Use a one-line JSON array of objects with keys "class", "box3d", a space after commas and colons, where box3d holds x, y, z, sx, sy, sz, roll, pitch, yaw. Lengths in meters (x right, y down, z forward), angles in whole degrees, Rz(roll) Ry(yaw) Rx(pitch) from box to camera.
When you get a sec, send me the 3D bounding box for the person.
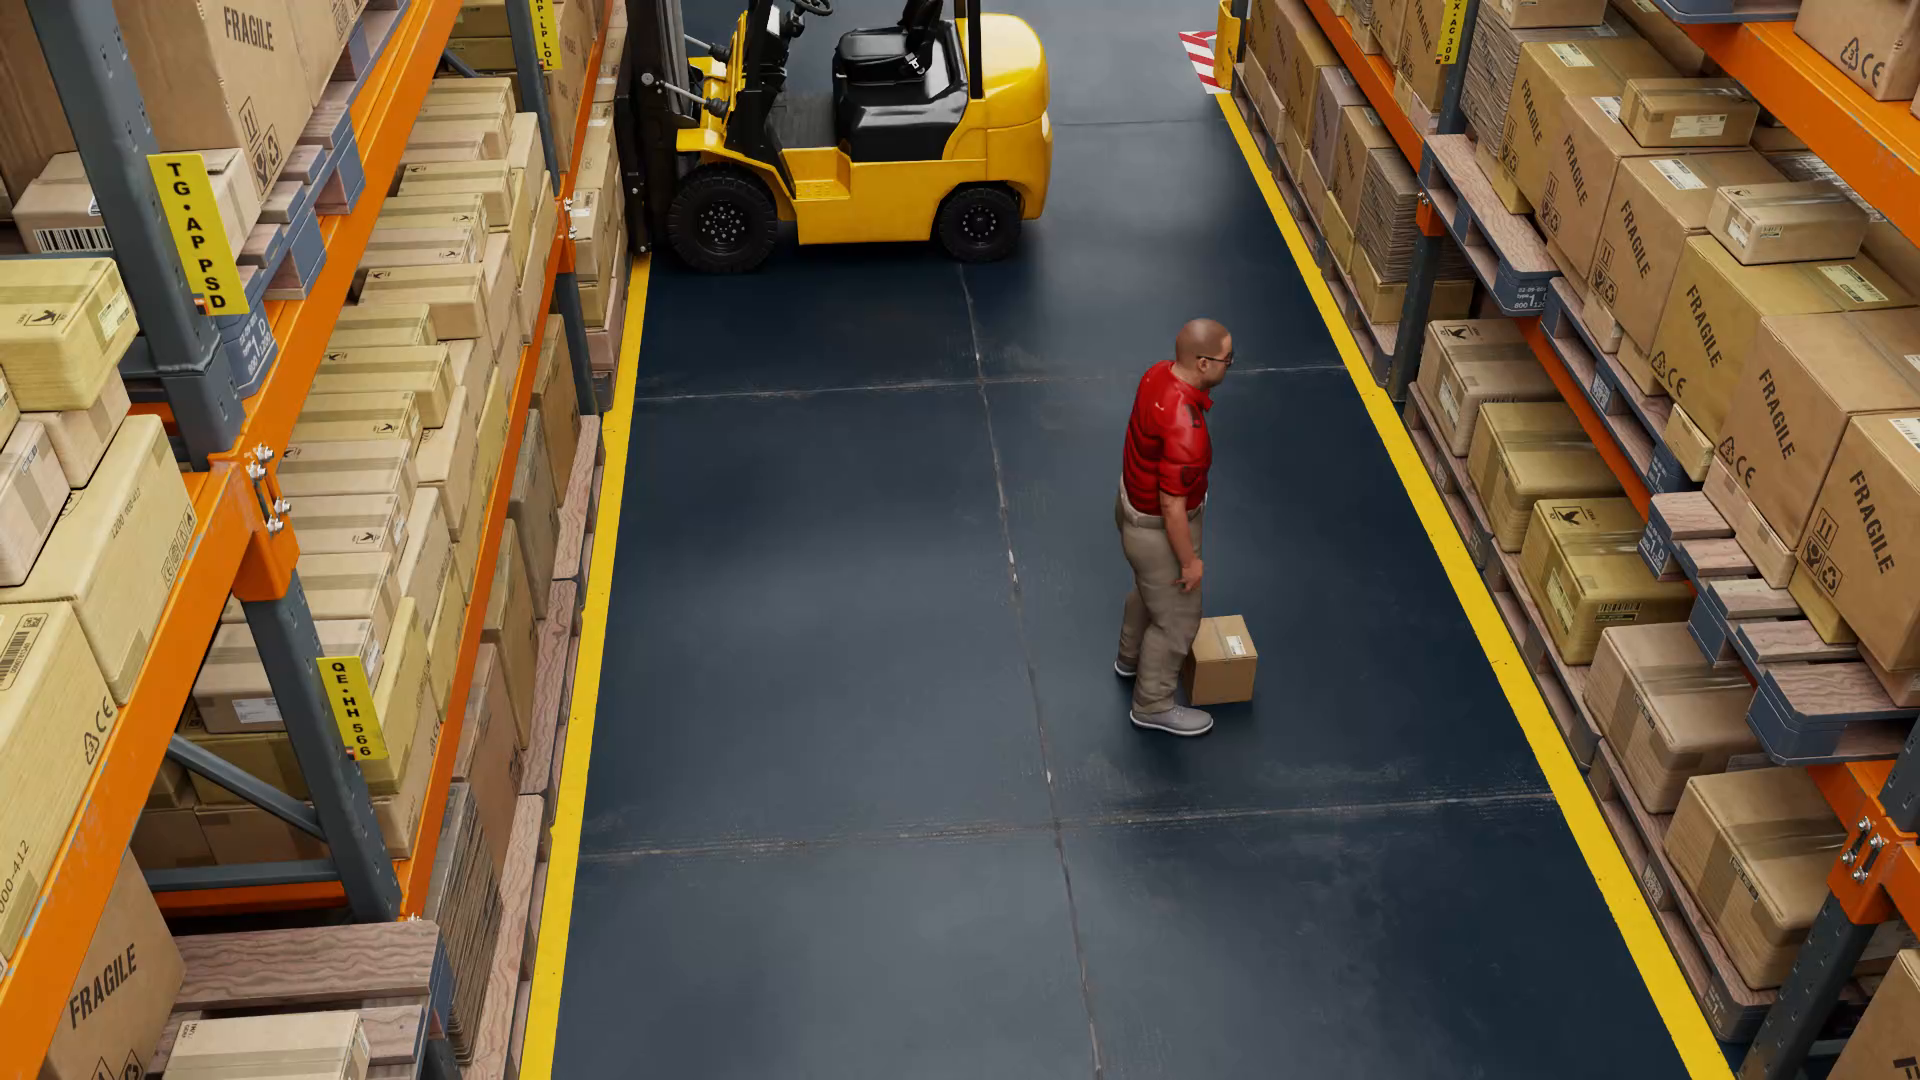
[{"class": "person", "box3d": [0.790, -0.063, 6.243, 0.394, 1.727, 0.587, -3, 39, -4]}]
